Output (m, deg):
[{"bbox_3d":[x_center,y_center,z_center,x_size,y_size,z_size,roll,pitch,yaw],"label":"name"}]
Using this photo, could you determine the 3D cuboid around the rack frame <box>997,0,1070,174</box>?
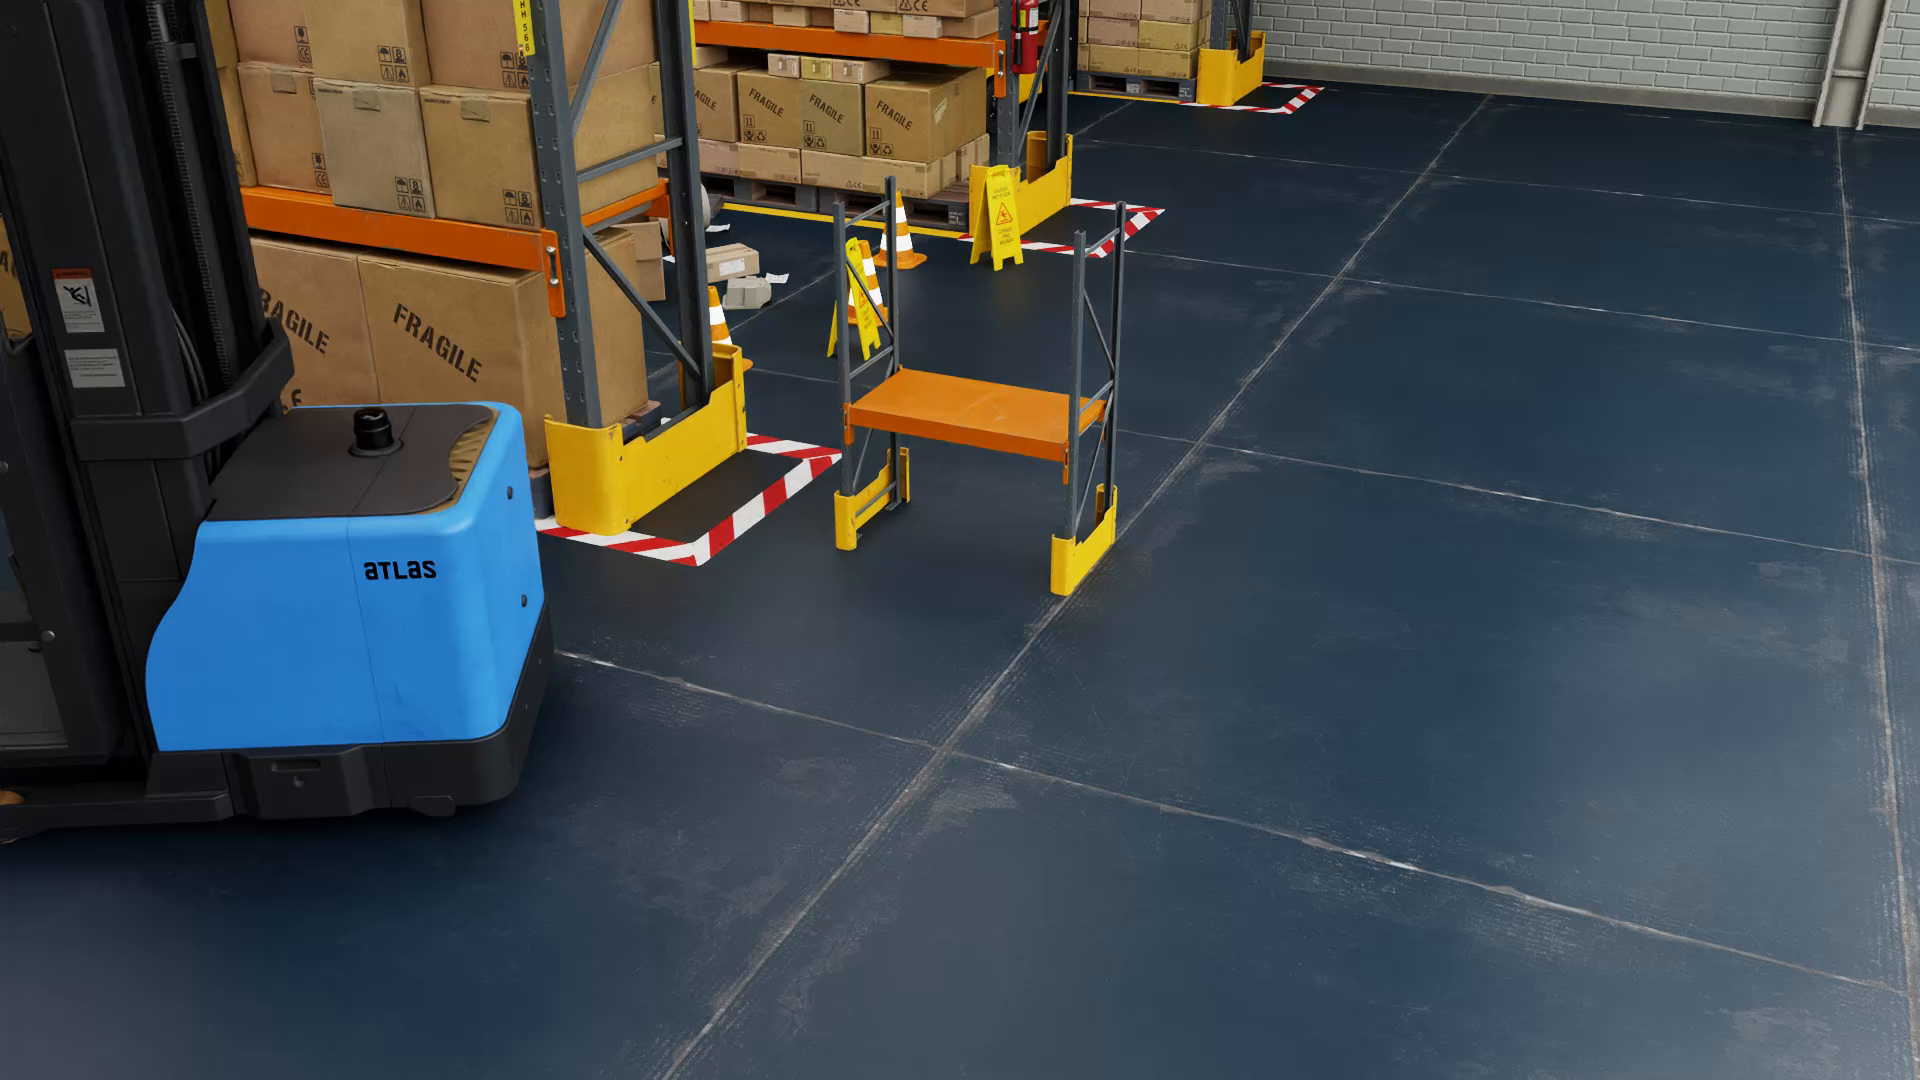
[{"bbox_3d":[0.510,-3.633,11.234,0.127,3.000,1.000,11,28,22],"label":"rack frame"}]

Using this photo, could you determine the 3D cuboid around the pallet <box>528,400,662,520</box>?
[{"bbox_3d":[-2.207,-0.488,8.003,1.213,0.211,1.003,11,28,22],"label":"pallet"}]

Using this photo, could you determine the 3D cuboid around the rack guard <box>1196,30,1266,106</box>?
[{"bbox_3d":[2.584,-4.504,15.832,0.348,0.500,1.175,11,28,22],"label":"rack guard"}]

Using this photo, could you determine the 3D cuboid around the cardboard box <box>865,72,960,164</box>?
[{"bbox_3d":[-0.327,-2.966,11.667,0.500,0.500,0.500,12,28,22],"label":"cardboard box"}]

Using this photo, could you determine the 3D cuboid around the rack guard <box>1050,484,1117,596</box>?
[{"bbox_3d":[0.523,-0.007,6.982,0.087,0.250,0.587,11,28,22],"label":"rack guard"}]

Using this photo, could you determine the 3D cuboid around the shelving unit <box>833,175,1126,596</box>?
[{"bbox_3d":[0.069,-0.659,6.890,1.083,1.500,0.587,11,28,22],"label":"shelving unit"}]

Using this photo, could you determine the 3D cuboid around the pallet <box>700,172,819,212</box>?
[{"bbox_3d":[-1.390,-2.783,12.663,1.213,0.211,1.003,11,28,22],"label":"pallet"}]

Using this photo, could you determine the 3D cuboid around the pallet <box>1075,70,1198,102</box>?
[{"bbox_3d":[1.848,-4.502,16.155,1.213,0.211,1.003,11,28,22],"label":"pallet"}]

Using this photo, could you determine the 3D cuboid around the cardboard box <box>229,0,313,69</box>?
[{"bbox_3d":[-2.761,-2.480,7.499,0.550,0.550,0.875,11,28,22],"label":"cardboard box"}]

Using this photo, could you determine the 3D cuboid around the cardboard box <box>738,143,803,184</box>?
[{"bbox_3d":[-1.284,-2.819,12.217,0.500,0.250,0.500,10,28,20],"label":"cardboard box"}]

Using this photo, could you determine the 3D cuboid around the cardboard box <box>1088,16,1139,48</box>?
[{"bbox_3d":[1.537,-4.868,15.814,0.500,0.250,0.500,11,28,21],"label":"cardboard box"}]

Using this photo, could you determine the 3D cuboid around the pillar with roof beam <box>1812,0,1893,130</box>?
[{"bbox_3d":[5.981,-5.983,9.214,0.400,9.000,9.100,11,28,22],"label":"pillar with roof beam"}]

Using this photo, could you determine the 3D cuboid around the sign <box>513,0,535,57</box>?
[{"bbox_3d":[-1.684,-2.035,6.407,0.005,0.325,0.100,11,28,22],"label":"sign"}]

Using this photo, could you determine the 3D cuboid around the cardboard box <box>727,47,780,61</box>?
[{"bbox_3d":[-1.553,-3.470,12.692,0.500,0.500,0.500,13,29,24],"label":"cardboard box"}]

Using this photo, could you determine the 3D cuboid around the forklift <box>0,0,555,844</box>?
[{"bbox_3d":[-2.994,-0.585,5.120,3.031,2.935,1.130,-2,26,-4],"label":"forklift"}]

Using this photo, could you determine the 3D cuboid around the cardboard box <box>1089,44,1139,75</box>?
[{"bbox_3d":[1.554,-4.638,15.912,0.500,0.250,0.500,11,28,22],"label":"cardboard box"}]

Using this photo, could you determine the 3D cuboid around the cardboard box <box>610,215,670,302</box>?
[{"bbox_3d":[-2.137,-1.816,10.370,0.637,0.503,0.797,-7,27,-14],"label":"cardboard box"}]

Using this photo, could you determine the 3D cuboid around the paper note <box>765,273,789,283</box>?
[{"bbox_3d":[-1.174,-1.674,10.615,0.142,0.019,0.148,2,26,4],"label":"paper note"}]

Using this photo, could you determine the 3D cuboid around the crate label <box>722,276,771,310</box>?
[{"bbox_3d":[-1.306,-1.519,10.181,0.298,0.136,0.250,-2,26,-5],"label":"crate label"}]

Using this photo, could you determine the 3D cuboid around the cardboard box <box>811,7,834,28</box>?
[{"bbox_3d":[-0.842,-3.698,11.650,0.250,0.149,0.380,12,29,23],"label":"cardboard box"}]

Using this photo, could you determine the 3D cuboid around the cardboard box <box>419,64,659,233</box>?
[{"bbox_3d":[-1.803,-1.741,7.221,0.550,0.550,0.875,11,28,22],"label":"cardboard box"}]

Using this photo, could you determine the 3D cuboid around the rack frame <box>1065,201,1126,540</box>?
[{"bbox_3d":[0.540,-0.564,6.698,0.032,1.500,0.500,11,28,22],"label":"rack frame"}]

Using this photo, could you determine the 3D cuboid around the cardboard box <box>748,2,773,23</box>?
[{"bbox_3d":[-1.302,-3.790,11.837,0.250,0.149,0.380,11,28,22],"label":"cardboard box"}]

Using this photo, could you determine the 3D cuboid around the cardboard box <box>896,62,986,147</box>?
[{"bbox_3d":[-0.131,-3.187,12.116,0.500,0.500,0.500,10,28,20],"label":"cardboard box"}]

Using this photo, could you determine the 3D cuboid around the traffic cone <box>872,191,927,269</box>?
[{"bbox_3d":[-0.415,-2.055,10.900,0.334,0.463,0.336,11,28,22],"label":"traffic cone"}]

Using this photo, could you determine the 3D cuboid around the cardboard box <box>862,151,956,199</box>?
[{"bbox_3d":[-0.359,-2.632,11.838,0.500,0.250,0.500,11,28,22],"label":"cardboard box"}]

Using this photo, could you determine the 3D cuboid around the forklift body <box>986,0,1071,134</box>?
[{"bbox_3d":[0.080,-4.862,14.691,1.214,2.155,2.313,11,28,22],"label":"forklift body"}]

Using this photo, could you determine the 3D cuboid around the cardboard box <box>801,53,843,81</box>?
[{"bbox_3d":[-0.916,-3.345,11.701,0.250,0.149,0.380,12,29,23],"label":"cardboard box"}]

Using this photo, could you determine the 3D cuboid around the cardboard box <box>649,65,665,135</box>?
[{"bbox_3d":[-2.213,-3.346,12.439,0.500,0.500,0.500,13,29,24],"label":"cardboard box"}]

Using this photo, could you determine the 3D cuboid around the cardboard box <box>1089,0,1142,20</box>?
[{"bbox_3d":[1.546,-5.083,15.684,0.500,0.250,0.500,12,29,23],"label":"cardboard box"}]

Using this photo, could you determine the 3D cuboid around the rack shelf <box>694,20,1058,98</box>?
[{"bbox_3d":[-1.310,-3.676,12.135,4.000,0.370,1.077,11,28,22],"label":"rack shelf"}]

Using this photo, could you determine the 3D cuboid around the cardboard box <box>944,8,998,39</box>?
[{"bbox_3d":[0.081,-3.503,11.253,0.250,0.149,0.380,12,29,24],"label":"cardboard box"}]

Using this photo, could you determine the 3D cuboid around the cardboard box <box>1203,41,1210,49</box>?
[{"bbox_3d":[2.195,-4.753,16.146,0.500,0.250,0.500,11,28,22],"label":"cardboard box"}]

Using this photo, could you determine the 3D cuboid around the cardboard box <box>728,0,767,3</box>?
[{"bbox_3d":[-1.459,-4.087,11.704,0.500,0.500,0.500,12,29,22],"label":"cardboard box"}]

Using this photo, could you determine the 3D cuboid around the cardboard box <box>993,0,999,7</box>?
[{"bbox_3d":[0.194,-4.010,11.548,0.500,0.500,0.500,11,28,21],"label":"cardboard box"}]

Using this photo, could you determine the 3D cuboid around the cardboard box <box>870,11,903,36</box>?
[{"bbox_3d":[-0.420,-3.560,11.370,0.250,0.149,0.380,11,28,21],"label":"cardboard box"}]

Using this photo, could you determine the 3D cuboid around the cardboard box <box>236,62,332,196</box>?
[{"bbox_3d":[-2.771,-1.986,7.718,0.550,0.550,0.875,11,28,22],"label":"cardboard box"}]

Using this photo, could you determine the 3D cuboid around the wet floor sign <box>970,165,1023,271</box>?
[{"bbox_3d":[0.240,-2.112,10.809,0.232,0.644,0.267,23,35,39],"label":"wet floor sign"}]

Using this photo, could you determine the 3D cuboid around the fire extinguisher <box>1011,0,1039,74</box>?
[{"bbox_3d":[0.424,-3.392,10.832,0.183,0.674,0.296,11,28,22],"label":"fire extinguisher"}]

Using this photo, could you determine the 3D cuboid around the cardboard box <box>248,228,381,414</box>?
[{"bbox_3d":[-2.893,-1.117,8.053,0.875,0.875,0.875,11,28,21],"label":"cardboard box"}]

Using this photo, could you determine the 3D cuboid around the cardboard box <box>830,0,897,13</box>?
[{"bbox_3d":[-0.552,-3.893,11.312,0.500,0.500,0.500,11,28,22],"label":"cardboard box"}]

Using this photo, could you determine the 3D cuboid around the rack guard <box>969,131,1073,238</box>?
[{"bbox_3d":[0.441,-2.526,11.814,0.348,0.500,1.175,11,28,22],"label":"rack guard"}]

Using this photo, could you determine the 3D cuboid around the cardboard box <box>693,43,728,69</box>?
[{"bbox_3d":[-1.902,-3.542,12.103,0.250,0.149,0.380,13,29,25],"label":"cardboard box"}]

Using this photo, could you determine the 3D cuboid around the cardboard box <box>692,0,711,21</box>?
[{"bbox_3d":[-1.816,-3.828,11.913,0.250,0.149,0.380,12,28,22],"label":"cardboard box"}]

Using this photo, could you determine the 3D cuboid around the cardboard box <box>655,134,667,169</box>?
[{"bbox_3d":[-2.215,-3.010,12.605,0.500,0.250,0.500,13,29,25],"label":"cardboard box"}]

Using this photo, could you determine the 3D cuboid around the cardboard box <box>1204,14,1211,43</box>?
[{"bbox_3d":[2.220,-4.978,16.037,0.500,0.250,0.500,12,29,23],"label":"cardboard box"}]

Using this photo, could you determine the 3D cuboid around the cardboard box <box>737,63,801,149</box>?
[{"bbox_3d":[-1.260,-3.155,12.051,0.500,0.500,0.500,11,28,21],"label":"cardboard box"}]

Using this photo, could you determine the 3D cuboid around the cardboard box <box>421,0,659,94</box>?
[{"bbox_3d":[-1.768,-2.260,7.051,0.550,0.550,0.875,11,28,22],"label":"cardboard box"}]

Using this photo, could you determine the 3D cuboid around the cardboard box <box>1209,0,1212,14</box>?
[{"bbox_3d":[2.202,-5.197,15.916,0.500,0.250,0.500,11,28,21],"label":"cardboard box"}]
